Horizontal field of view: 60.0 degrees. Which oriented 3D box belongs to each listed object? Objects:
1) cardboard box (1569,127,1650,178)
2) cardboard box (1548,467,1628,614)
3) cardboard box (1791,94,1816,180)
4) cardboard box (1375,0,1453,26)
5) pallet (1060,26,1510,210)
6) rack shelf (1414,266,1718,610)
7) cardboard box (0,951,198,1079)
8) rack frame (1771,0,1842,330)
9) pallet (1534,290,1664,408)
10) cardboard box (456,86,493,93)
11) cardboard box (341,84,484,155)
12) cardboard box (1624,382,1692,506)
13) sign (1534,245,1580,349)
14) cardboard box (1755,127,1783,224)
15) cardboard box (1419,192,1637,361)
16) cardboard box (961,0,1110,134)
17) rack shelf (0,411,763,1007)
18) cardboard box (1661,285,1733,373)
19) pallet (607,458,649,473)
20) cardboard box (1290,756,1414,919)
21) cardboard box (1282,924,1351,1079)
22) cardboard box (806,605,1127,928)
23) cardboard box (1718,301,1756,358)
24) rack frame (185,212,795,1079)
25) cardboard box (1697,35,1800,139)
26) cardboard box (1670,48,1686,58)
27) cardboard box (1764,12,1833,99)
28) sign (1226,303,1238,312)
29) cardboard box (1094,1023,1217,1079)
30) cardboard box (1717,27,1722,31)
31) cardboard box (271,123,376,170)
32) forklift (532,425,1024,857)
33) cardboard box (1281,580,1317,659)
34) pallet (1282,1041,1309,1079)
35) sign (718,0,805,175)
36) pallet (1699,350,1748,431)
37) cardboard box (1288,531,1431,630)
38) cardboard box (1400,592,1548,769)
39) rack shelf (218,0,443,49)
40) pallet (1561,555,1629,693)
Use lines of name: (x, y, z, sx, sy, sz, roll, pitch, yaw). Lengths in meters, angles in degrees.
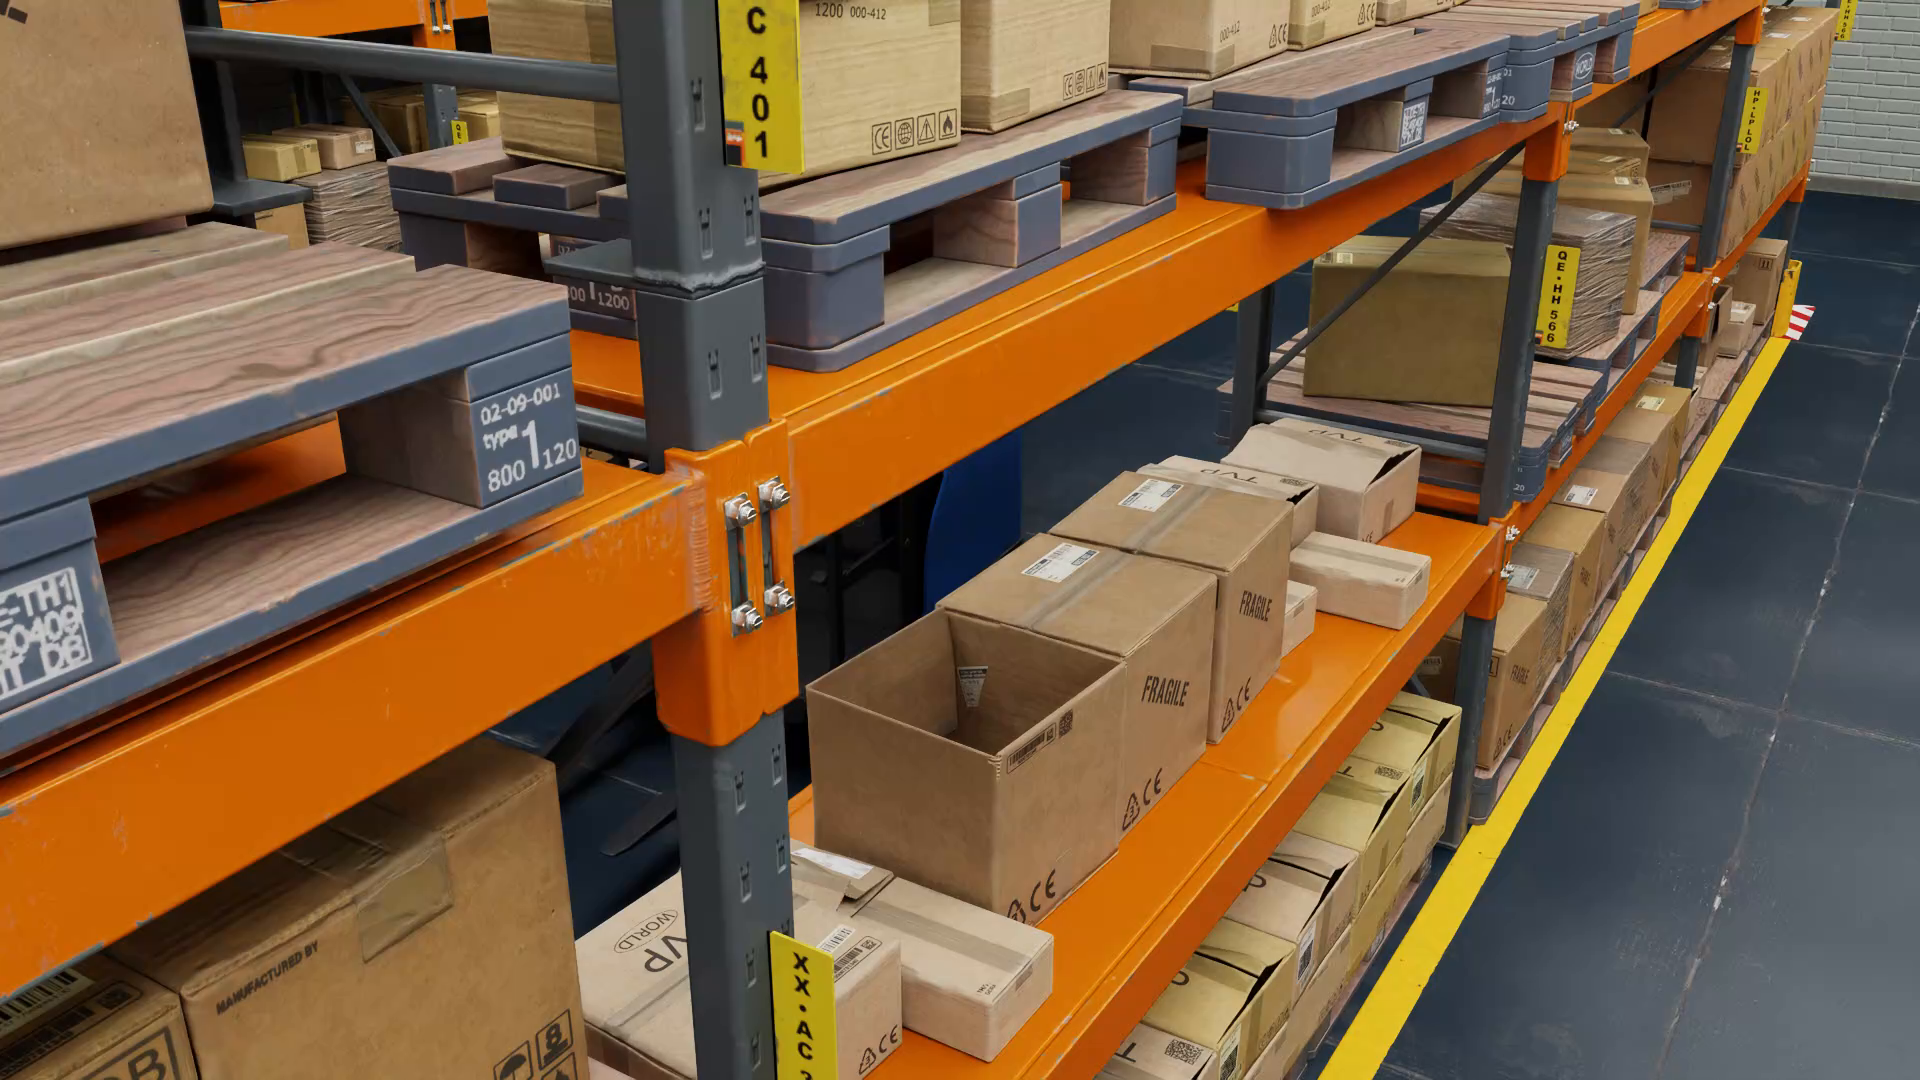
cardboard box: (3.101, -1.834, 8.556, 0.700, 0.500, 0.500, 5, 24, 11)
cardboard box: (2.725, -0.030, 7.637, 0.500, 0.500, 0.500, 13, 27, 27)
cardboard box: (5.375, -2.720, 11.132, 0.500, 0.500, 0.500, 14, 27, 29)
cardboard box: (0.979, -1.513, 4.354, 0.500, 0.250, 0.500, 15, 27, 30)
pallet: (0.562, -1.022, 3.798, 1.003, 0.211, 1.213, 15, 28, 31)
rack shelf: (2.486, -0.703, 7.504, 1.077, 0.370, 4.000, 14, 27, 29)
cardboard box: (-1.173, 0.672, 1.662, 0.700, 0.500, 0.500, 14, 27, 29)
rack frame: (5.651, -3.058, 12.039, 1.000, 3.000, 0.127, 14, 27, 29)
pallet: (2.453, -0.928, 7.359, 1.003, 0.211, 1.213, 14, 27, 29)
cardboard box: (-2.484, -2.312, 8.846, 0.500, 0.250, 0.500, 13, 27, 27)
cardboard box: (-2.760, -2.138, 8.444, 0.500, 0.250, 0.500, 15, 27, 30)
cardboard box: (3.524, -0.537, 8.806, 0.500, 0.500, 0.500, 14, 27, 29)
sign: (1.904, -0.774, 5.306, 0.100, 0.325, 0.005, 14, 27, 29)
cardboard box: (4.575, -2.211, 9.956, 0.500, 0.500, 0.500, 14, 27, 29)
cardboard box: (2.312, -1.102, 6.865, 0.700, 0.500, 0.500, 20, 31, 39)
cardboard box: (-0.058, -0.901, 2.939, 0.500, 0.250, 0.500, 11, 26, 24)
rack shelf: (-1.734, 0.620, 0.671, 1.077, 0.370, 4.000, 14, 27, 29)
cardboard box: (4.528, -1.400, 10.796, 0.797, 0.503, 0.637, 14, 27, 29)
pallet: (-2.299, -0.366, 9.329, 1.003, 0.211, 1.213, 14, 27, 29)
cardboard box: (1.096, 0.859, 5.217, 0.500, 0.311, 0.500, 13, 27, 28)
cardboard box: (0.824, 1.283, 4.942, 0.500, 0.250, 0.500, 15, 27, 30)
cardboard box: (0.018, 0.512, 3.665, 0.500, 0.500, 0.500, 16, 28, 33)
cardboard box: (5.047, -1.449, 11.229, 0.500, 0.250, 0.500, 14, 27, 29)
rack frame: (-0.679, 0.992, 2.683, 1.000, 3.000, 0.127, 14, 27, 29)
cardboard box: (4.572, -2.661, 9.736, 0.500, 0.500, 0.500, 13, 27, 27)
cardboard box: (3.856, -2.611, 9.622, 0.500, 0.500, 0.500, 13, 27, 28)
cardboard box: (5.384, -3.185, 10.946, 0.500, 0.500, 0.500, 15, 27, 30)
sign: (0.965, -0.964, 5.843, 0.100, 0.325, 0.005, 14, 27, 29)
cardboard box: (0.291, 1.373, 4.028, 0.500, 0.311, 0.500, 13, 27, 27)
cardboard box: (4.656, -3.123, 10.803, 0.500, 0.500, 0.500, 14, 27, 30)
cardboard box: (-2.936, -1.818, 7.677, 0.380, 0.149, 0.250, 10, 25, 22)
forklift: (-0.805, -0.655, 6.574, 1.130, 2.935, 3.031, 11, 26, 24)
cardboard box: (0.806, 0.199, 4.830, 0.380, 0.149, 0.250, 16, 28, 33)
pallet: (0.319, 1.601, 4.786, 1.003, 0.211, 1.213, 14, 27, 29)
sign: (-0.206, -0.543, 1.702, 0.100, 0.325, 0.005, 14, 27, 29)
pallet: (4.547, -1.074, 10.964, 1.003, 0.211, 1.213, 14, 27, 29)
cardboard box: (1.192, 0.118, 5.017, 0.380, 0.149, 0.250, 14, 27, 29)
cardboard box: (1.914, 0.493, 6.428, 0.500, 0.500, 0.500, 15, 28, 31)
rack shelf: (-3.834, -1.767, 6.185, 1.077, 0.370, 4.000, 14, 27, 29)
pallet: (2.502, 0.267, 7.867, 1.003, 0.211, 1.213, 14, 27, 29)
